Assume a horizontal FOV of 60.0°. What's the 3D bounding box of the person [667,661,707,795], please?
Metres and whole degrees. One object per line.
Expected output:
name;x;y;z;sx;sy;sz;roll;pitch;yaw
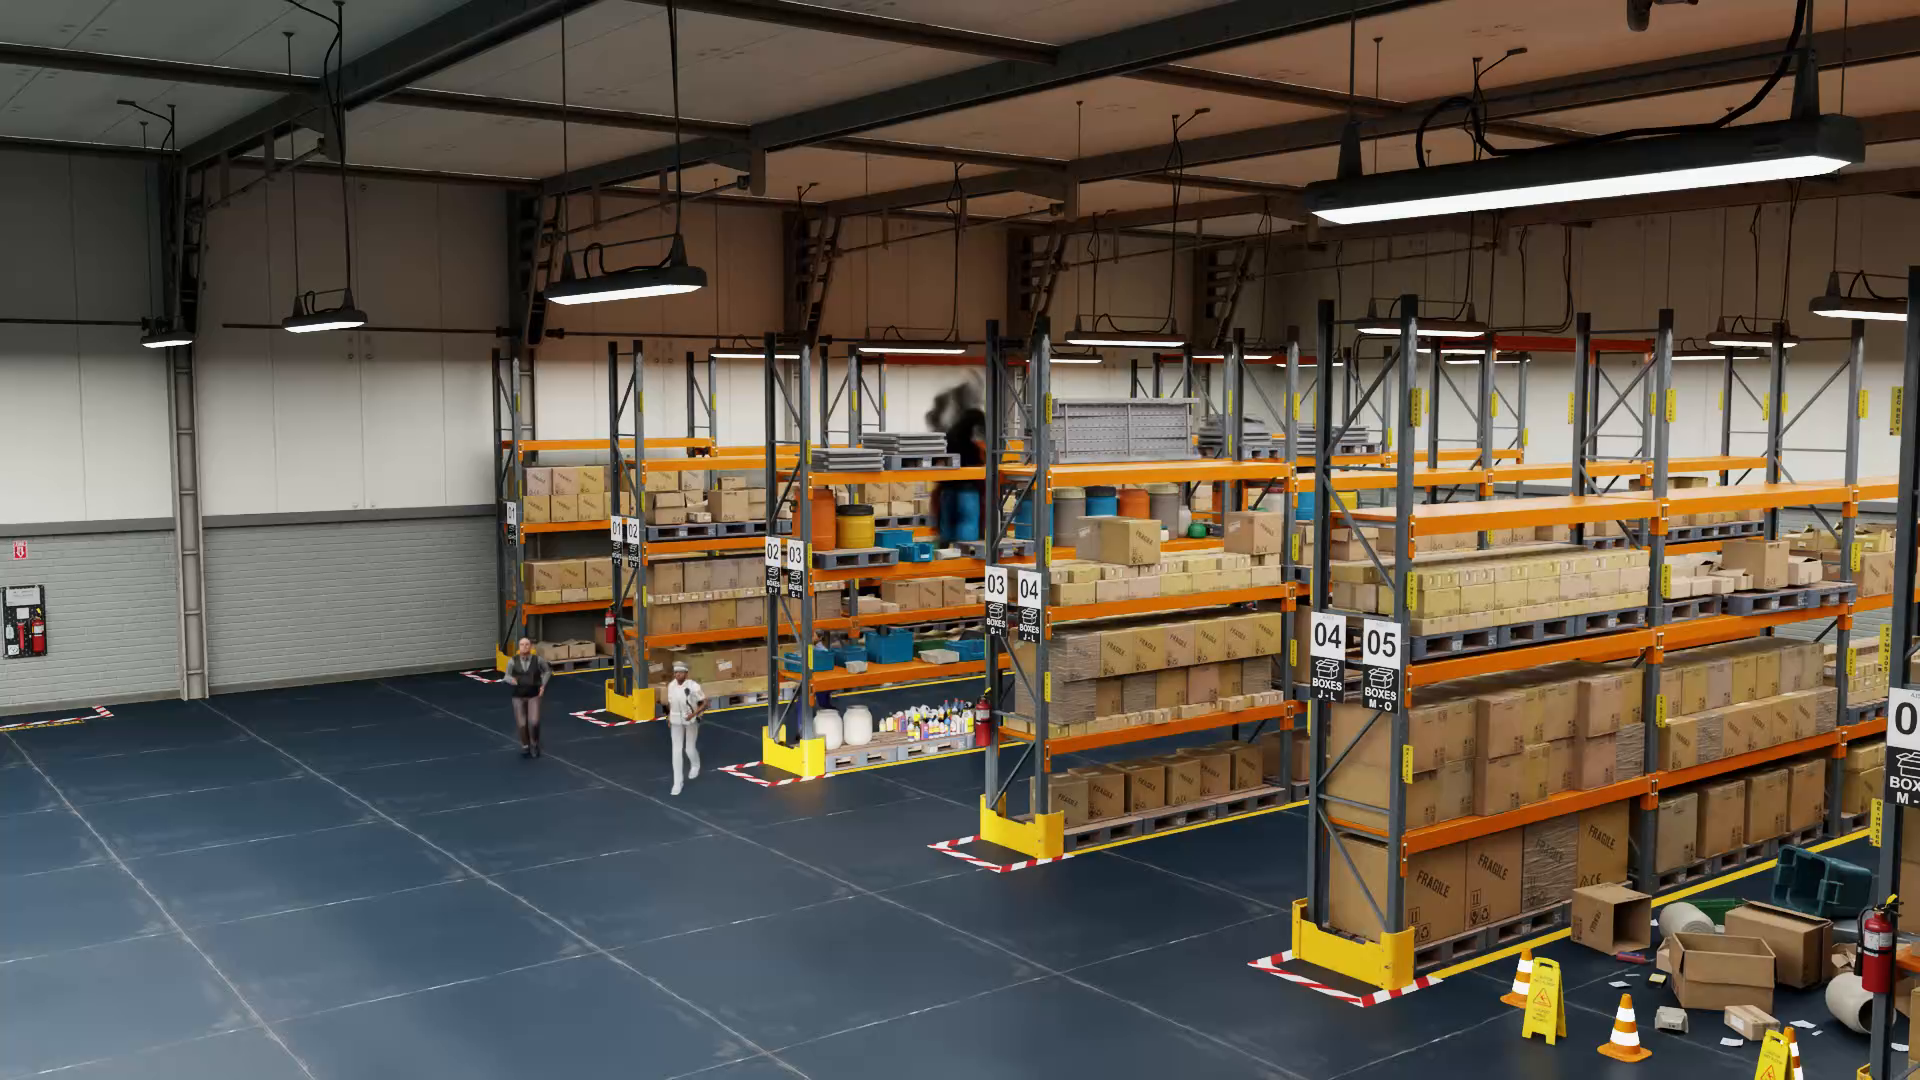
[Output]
person;-3.574;2.409;21.789;0.566;1.717;0.846;1;5;6

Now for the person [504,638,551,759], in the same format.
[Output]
person;-6.124;2.252;23.530;0.641;1.721;0.651;-1;5;-9

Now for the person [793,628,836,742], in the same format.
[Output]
person;-2.121;2.263;24.859;0.775;1.507;0.582;-4;7;-41
